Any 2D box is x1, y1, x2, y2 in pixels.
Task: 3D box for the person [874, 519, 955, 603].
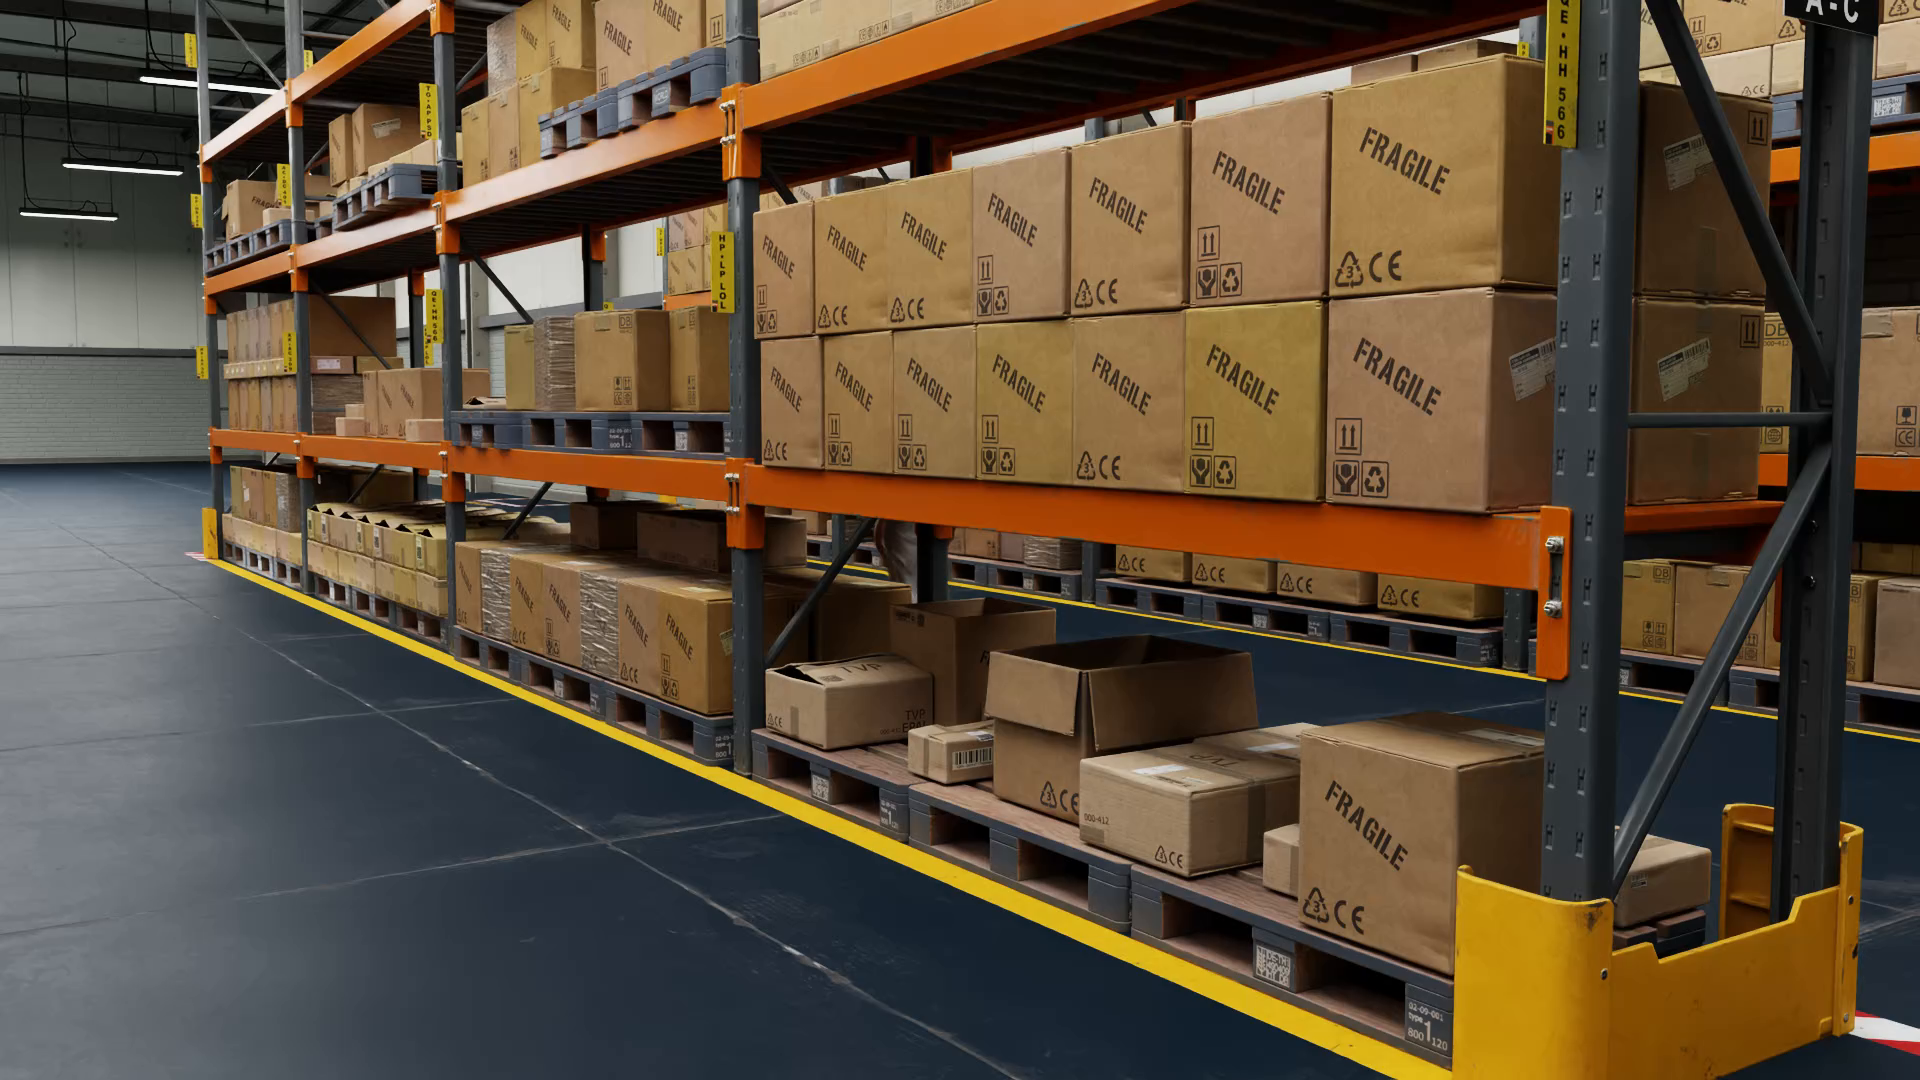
[{"bbox_3d":[-0.254,-0.090,9.464,0.564,1.789,0.418,-3,6,-33],"label":"person"}]
